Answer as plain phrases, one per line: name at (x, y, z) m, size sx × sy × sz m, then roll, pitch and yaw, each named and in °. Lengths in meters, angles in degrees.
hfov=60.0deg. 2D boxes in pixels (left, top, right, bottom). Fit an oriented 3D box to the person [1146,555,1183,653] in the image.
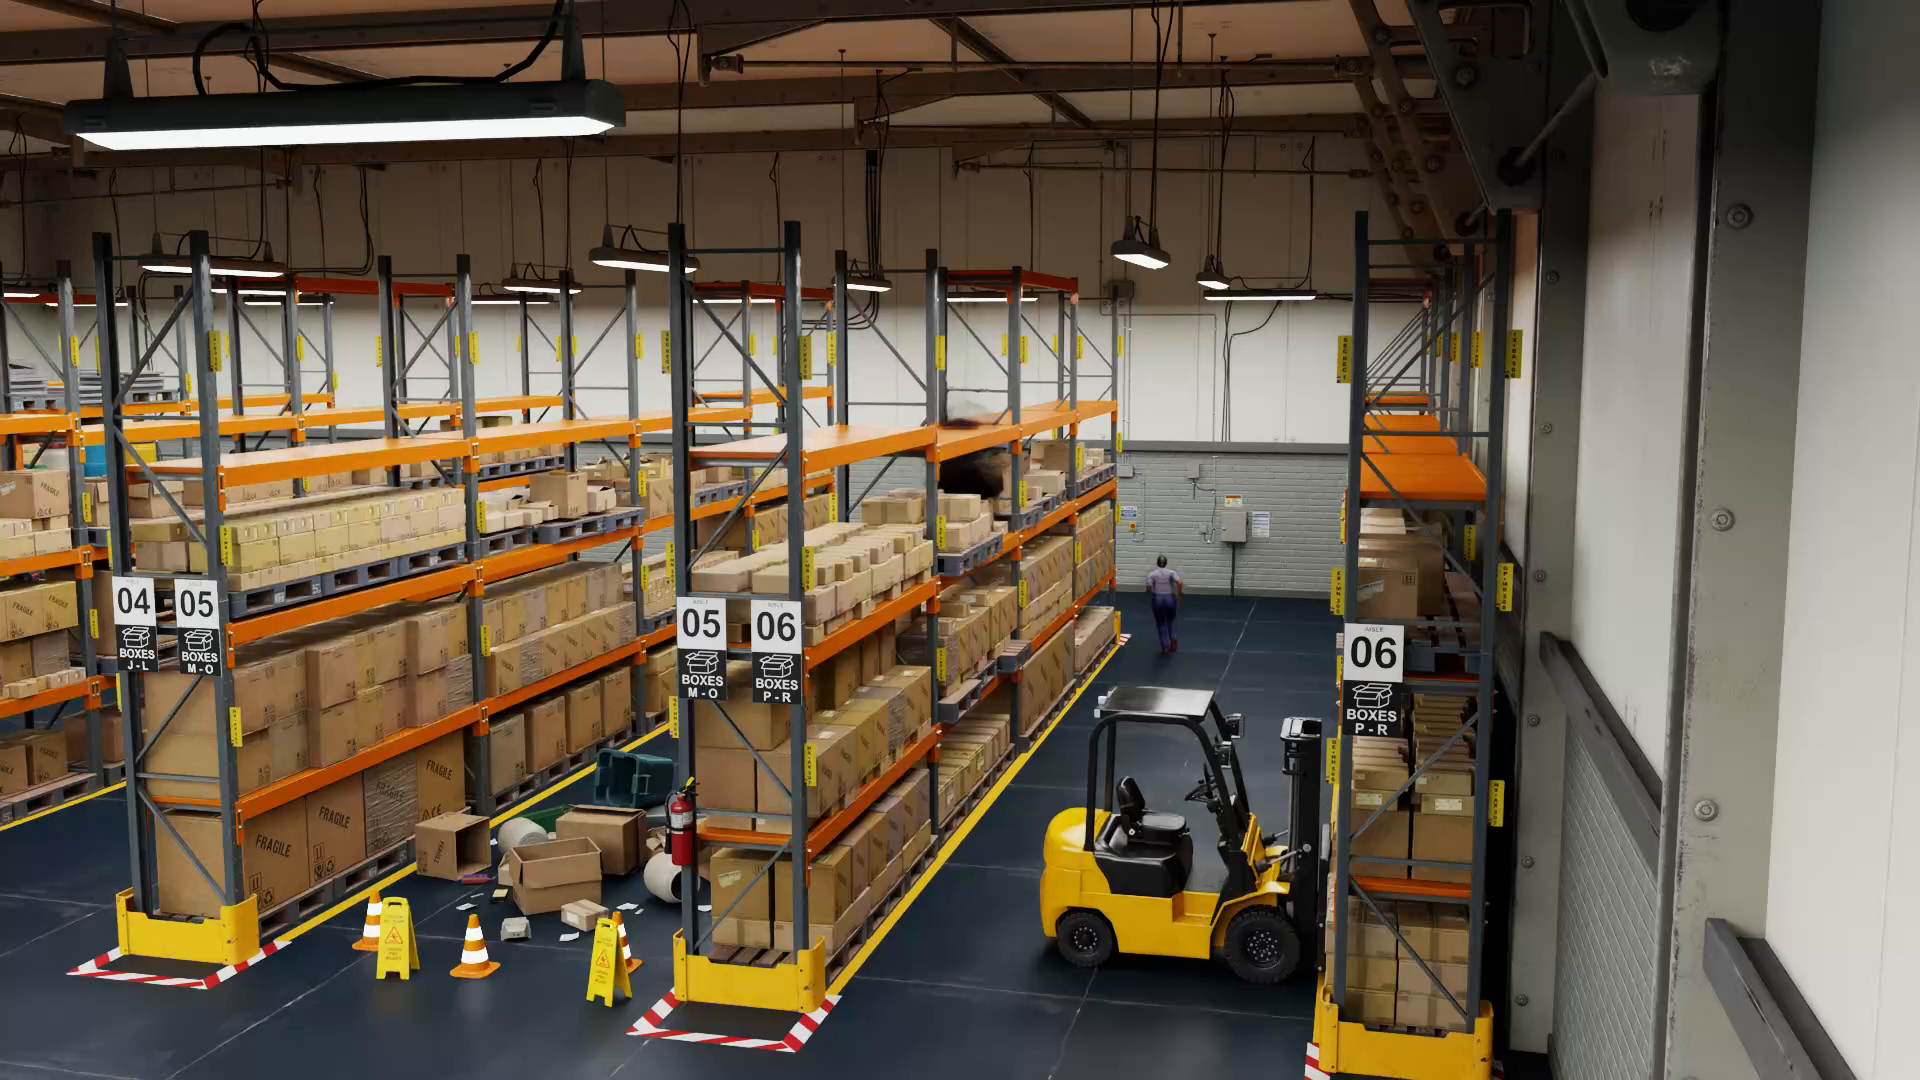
person at (3.344, 1.047, 27.294) m, size 0.581 × 1.613 × 0.630 m, roll 0°, pitch 7°, yaw 1°
